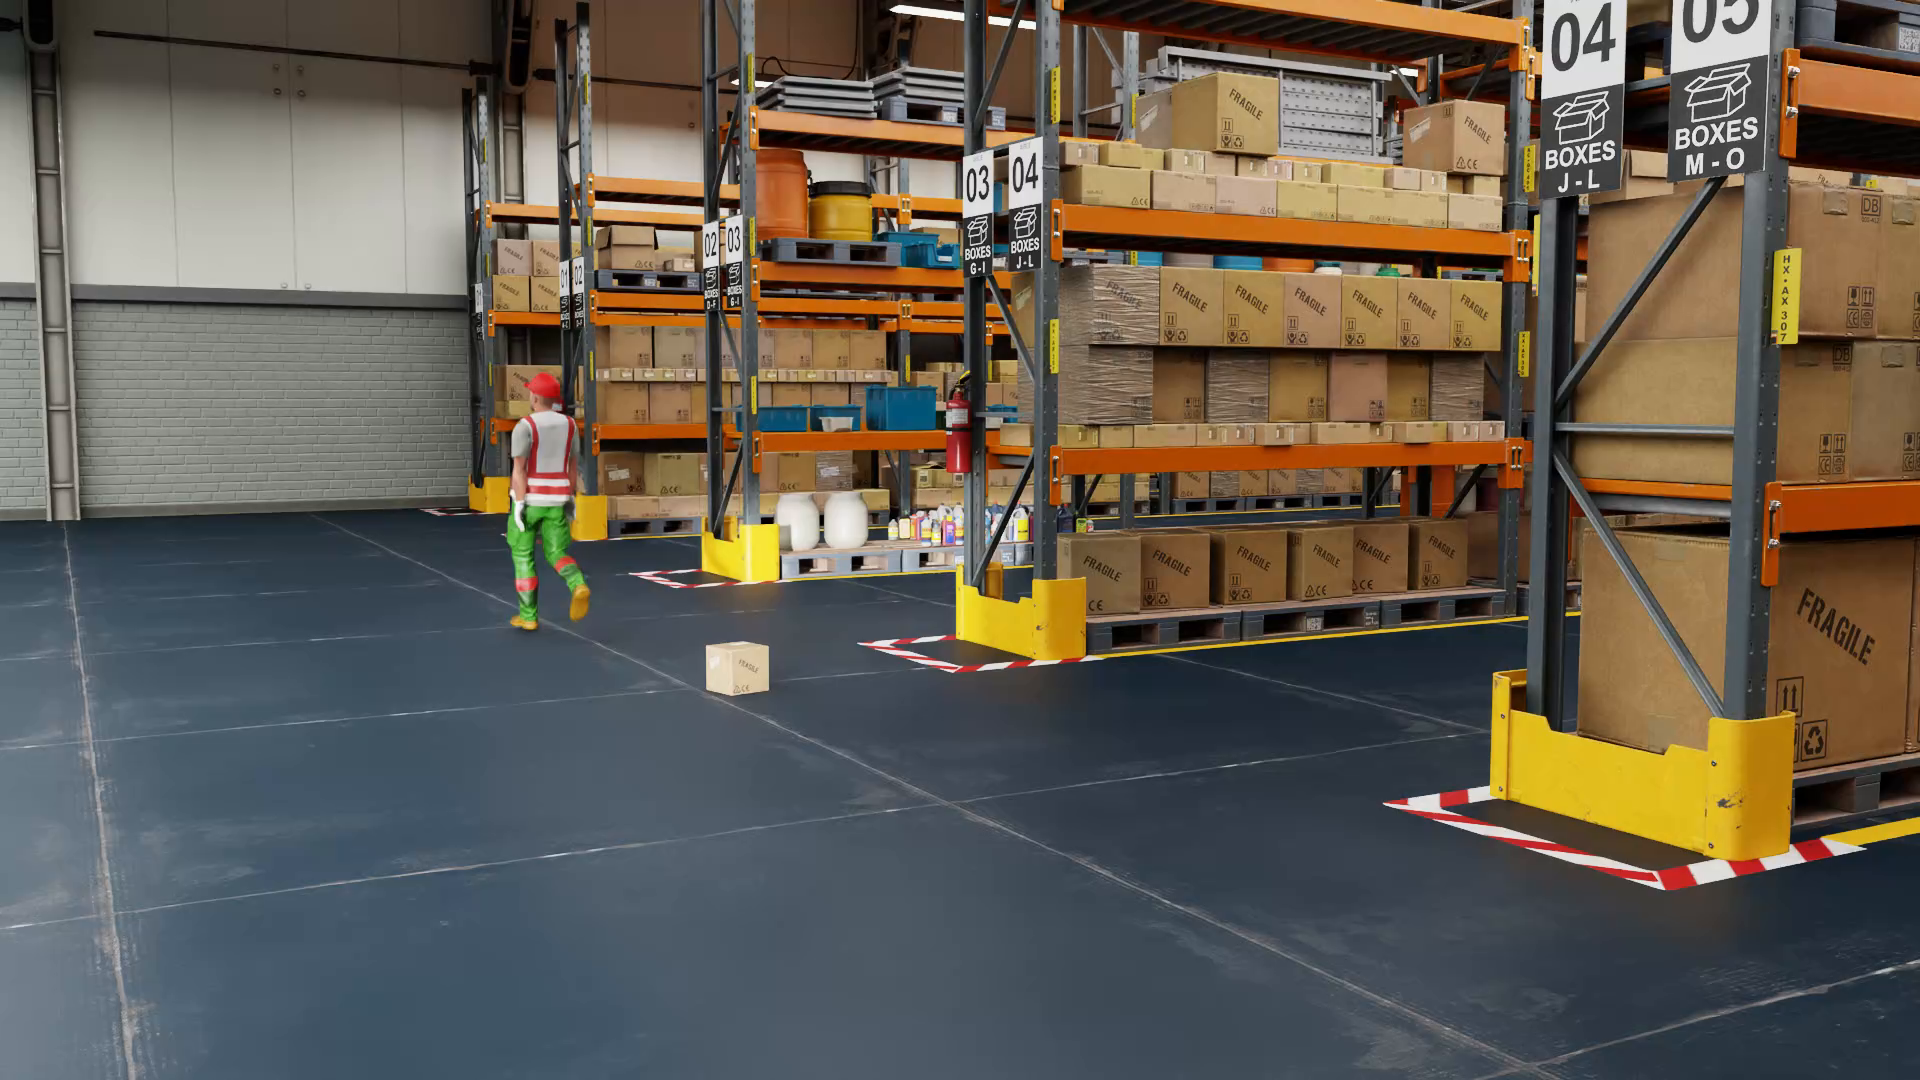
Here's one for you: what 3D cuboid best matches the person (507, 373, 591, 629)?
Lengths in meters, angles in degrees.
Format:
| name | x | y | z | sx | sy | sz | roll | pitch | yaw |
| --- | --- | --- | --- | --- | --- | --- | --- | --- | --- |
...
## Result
| name | x | y | z | sx | sy | sz | roll | pitch | yaw |
| --- | --- | --- | --- | --- | --- | --- | --- | --- | --- |
| person | -2.842 | -0.262 | 11.415 | 0.539 | 1.766 | 0.757 | -4 | 7 | -40 |
